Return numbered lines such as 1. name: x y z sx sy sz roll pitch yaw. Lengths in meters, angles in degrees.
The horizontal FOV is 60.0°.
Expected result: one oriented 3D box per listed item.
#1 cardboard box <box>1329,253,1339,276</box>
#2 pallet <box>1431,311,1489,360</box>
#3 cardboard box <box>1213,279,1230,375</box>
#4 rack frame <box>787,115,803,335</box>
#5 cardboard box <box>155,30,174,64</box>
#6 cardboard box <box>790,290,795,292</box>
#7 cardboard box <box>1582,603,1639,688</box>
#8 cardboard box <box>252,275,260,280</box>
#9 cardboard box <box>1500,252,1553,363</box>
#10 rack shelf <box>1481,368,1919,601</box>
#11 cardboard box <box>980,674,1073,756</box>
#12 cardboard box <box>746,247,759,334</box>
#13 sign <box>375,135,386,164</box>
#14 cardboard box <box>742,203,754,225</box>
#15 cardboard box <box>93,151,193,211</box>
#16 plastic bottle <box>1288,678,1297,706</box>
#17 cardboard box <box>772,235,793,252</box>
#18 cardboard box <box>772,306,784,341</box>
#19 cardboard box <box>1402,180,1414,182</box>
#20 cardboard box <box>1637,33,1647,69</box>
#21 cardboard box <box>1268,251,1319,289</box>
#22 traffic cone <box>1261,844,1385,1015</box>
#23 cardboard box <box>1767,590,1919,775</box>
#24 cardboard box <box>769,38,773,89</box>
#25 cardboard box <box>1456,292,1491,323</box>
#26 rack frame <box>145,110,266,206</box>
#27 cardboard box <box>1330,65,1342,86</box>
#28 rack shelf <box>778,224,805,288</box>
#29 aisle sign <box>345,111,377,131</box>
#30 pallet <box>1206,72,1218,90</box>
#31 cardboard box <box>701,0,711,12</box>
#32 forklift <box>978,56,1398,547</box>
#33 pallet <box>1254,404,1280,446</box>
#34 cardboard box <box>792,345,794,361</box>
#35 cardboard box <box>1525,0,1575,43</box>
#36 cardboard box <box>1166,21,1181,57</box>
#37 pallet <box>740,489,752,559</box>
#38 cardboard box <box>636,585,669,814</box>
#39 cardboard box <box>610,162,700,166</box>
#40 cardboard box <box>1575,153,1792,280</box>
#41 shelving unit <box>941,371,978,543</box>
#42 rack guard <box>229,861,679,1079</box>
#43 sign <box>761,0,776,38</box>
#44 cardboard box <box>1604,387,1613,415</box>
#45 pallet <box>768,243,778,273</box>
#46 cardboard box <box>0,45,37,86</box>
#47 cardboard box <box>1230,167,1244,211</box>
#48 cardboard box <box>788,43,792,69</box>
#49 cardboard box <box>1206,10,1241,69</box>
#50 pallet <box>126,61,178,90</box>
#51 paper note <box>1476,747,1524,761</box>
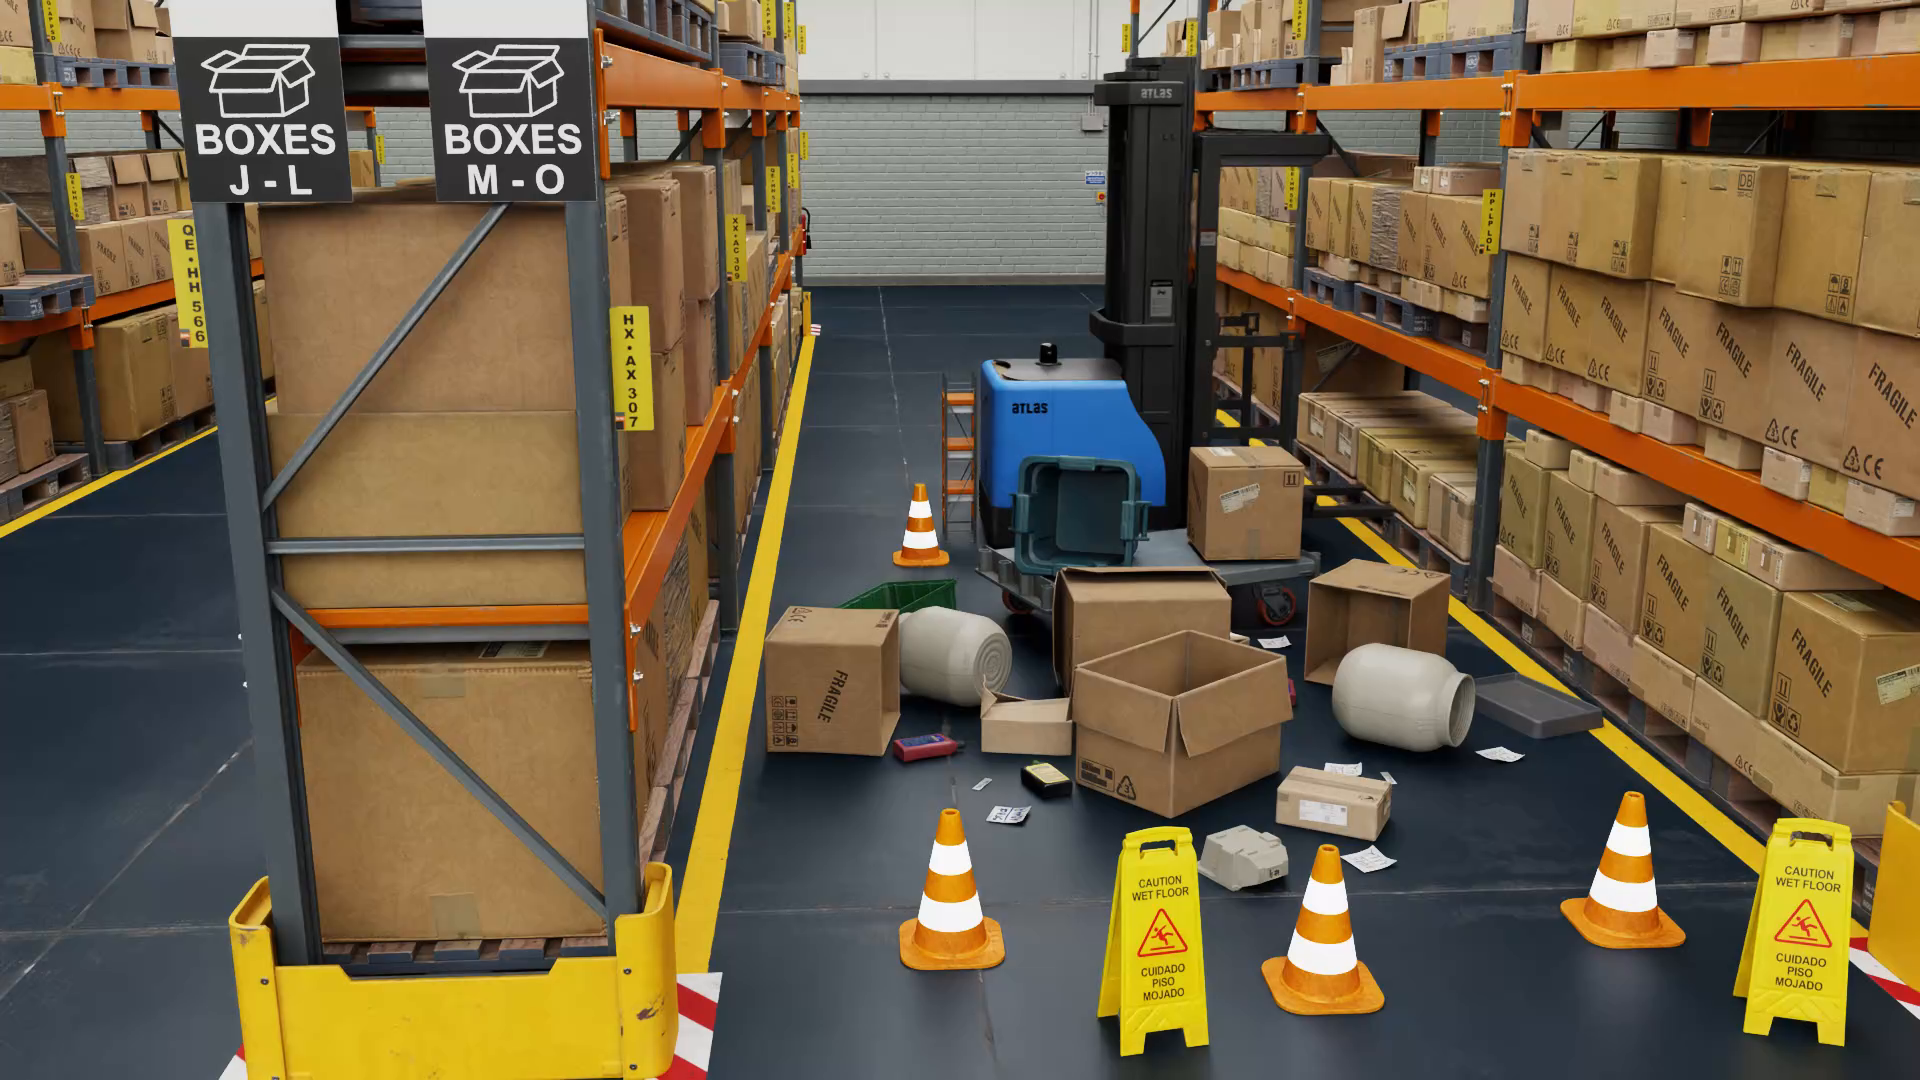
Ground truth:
1. cardboard box: 2.815 -1.933 11.680 0.380 0.149 0.250 -2 15 -7
2. pallet: 3.372 -1.179 9.474 1.003 0.211 1.213 -1 14 -3
3. cardboard box: 2.896 -2.091 16.053 0.875 0.875 0.875 0 14 -2
4. rack frame: -2.404 -3.962 19.907 1.000 3.000 0.127 -1 14 -3
5. cardboard box: -7.135 -4.255 14.359 0.500 0.311 0.500 -1 14 -5
6. cardboard box: -2.064 -2.754 18.896 0.380 0.149 0.250 -1 15 -6
7. cardboard box: 3.121 0.464 7.378 0.500 0.250 0.500 -1 14 -4
8. cardboard box: -7.074 -2.256 16.695 0.875 0.875 0.875 -1 14 -3
9. cardboard box: 3.023 -1.158 8.211 0.500 0.500 0.500 -1 14 -4
10. rack shelf: 3.398 -0.234 6.859 1.077 0.370 4.000 -1 14 -3
11. cardboard box: 0.284 0.745 7.097 0.396 0.266 0.258 2 15 6
12. cardboard box: -1.516 -1.537 10.282 0.500 0.500 0.500 -1 14 -3
13. sign: -6.818 -4.591 19.552 0.100 0.325 0.005 -1 14 -3
14. cardboard box: -1.744 -2.462 12.541 0.380 0.149 0.250 -1 14 -3
15. cardboard box: -7.034 -3.121 14.422 0.797 0.503 0.637 -1 14 -3
16. plastic bottle: 1.482 0.693 7.708 0.133 0.061 0.283 2 15 6
17. cardboard box: -1.847 -2.921 16.365 0.380 0.149 0.250 0 14 -1
18. cardboard box: -1.792 -1.883 14.493 0.500 0.250 0.500 -2 15 -6
19. cardboard box: 3.375 -2.233 11.545 0.500 0.500 0.500 -1 14 -4
20. cardboard box: 3.116 -2.074 7.051 0.380 0.149 0.250 -1 14 -5
21. cardboard box: 2.735 -2.123 13.060 0.500 0.250 0.500 -1 14 -5
22. traffic cone: 1.121 1.159 5.095 0.336 0.463 0.334 -1 14 -3
23. cardboard box: 3.212 0.485 5.791 0.500 0.500 0.500 -1 14 -3
24. cardboard box: -1.716 -3.744 12.838 0.500 0.500 0.500 -1 14 -3
25. cardboard box: 2.966 -1.285 9.162 0.380 0.149 0.250 -1 14 -3
26. rack frame: -7.113 -2.916 15.840 1.000 3.000 0.127 -1 14 -3
27. cardboard box: 2.876 -3.324 11.911 0.380 0.149 0.250 -1 14 -3
28. rack shelf: -2.280 -3.117 18.063 1.077 0.370 4.000 -1 14 -3
29. aisle sign: -7.066 -5.192 19.470 0.394 0.787 0.004 -1 14 -3
30. pallet: 2.738 -4.682 16.864 1.003 0.211 1.213 -1 14 -3
31. cardboard box: -1.303 -2.412 7.324 0.380 0.149 0.250 -1 14 -3
32. forklift: 1.662 -1.461 10.321 3.031 2.935 1.130 -1 14 -4
33. pallet: 3.052 -0.921 13.683 1.003 0.211 1.213 -1 14 -3
34. cardboard box: -1.858 -1.886 16.714 0.380 0.149 0.250 -2 15 -6
35. cardboard box: 3.028 -2.490 7.868 0.500 0.250 0.500 -1 14 -5
36. cardboard box: 2.506 -5.313 17.893 0.500 0.500 0.500 -1 14 -2
37. pallet: -1.862 -0.122 10.578 1.003 0.211 1.213 -1 14 -3
38. cardboard box: -1.577 0.456 6.155 0.875 0.875 0.875 -1 14 -4
39. cardboard box: -1.672 -1.481 7.796 0.875 0.550 0.550 -1 14 -3
40. cardboard box: 3.099 -1.391 7.108 0.700 0.500 0.500 -1 14 -5
41. shelving unit: -0.003 -0.522 10.447 0.215 1.050 0.252 -1 14 -3
42. rack guard: -1.411 1.233 4.729 1.175 0.500 0.348 -1 14 -3
43. sign: -1.354 -3.721 11.751 0.100 0.325 0.005 -1 14 -3
44. cardboard box: 3.116 -0.619 7.417 0.380 0.149 0.250 -1 14 -4
45. pallet: -2.072 -2.372 14.109 1.003 0.211 1.213 -1 14 -3
46. cardboard box: -6.591 -3.187 11.174 0.500 0.250 0.500 -1 14 -3
47. cardboard box: 2.645 -3.109 14.381 0.500 0.500 0.500 -1 14 -4
48. cardboard box: -1.990 -4.962 17.071 0.500 0.250 0.500 -1 14 -2
49. cardboard box: 2.543 -4.550 15.127 0.500 0.500 0.500 -1 14 -4
50. pallet: -7.030 -3.720 13.324 1.003 0.211 1.213 0 14 -1
51. paper note: 2.271 0.896 6.984 0.142 0.019 0.148 -6 16 -23
